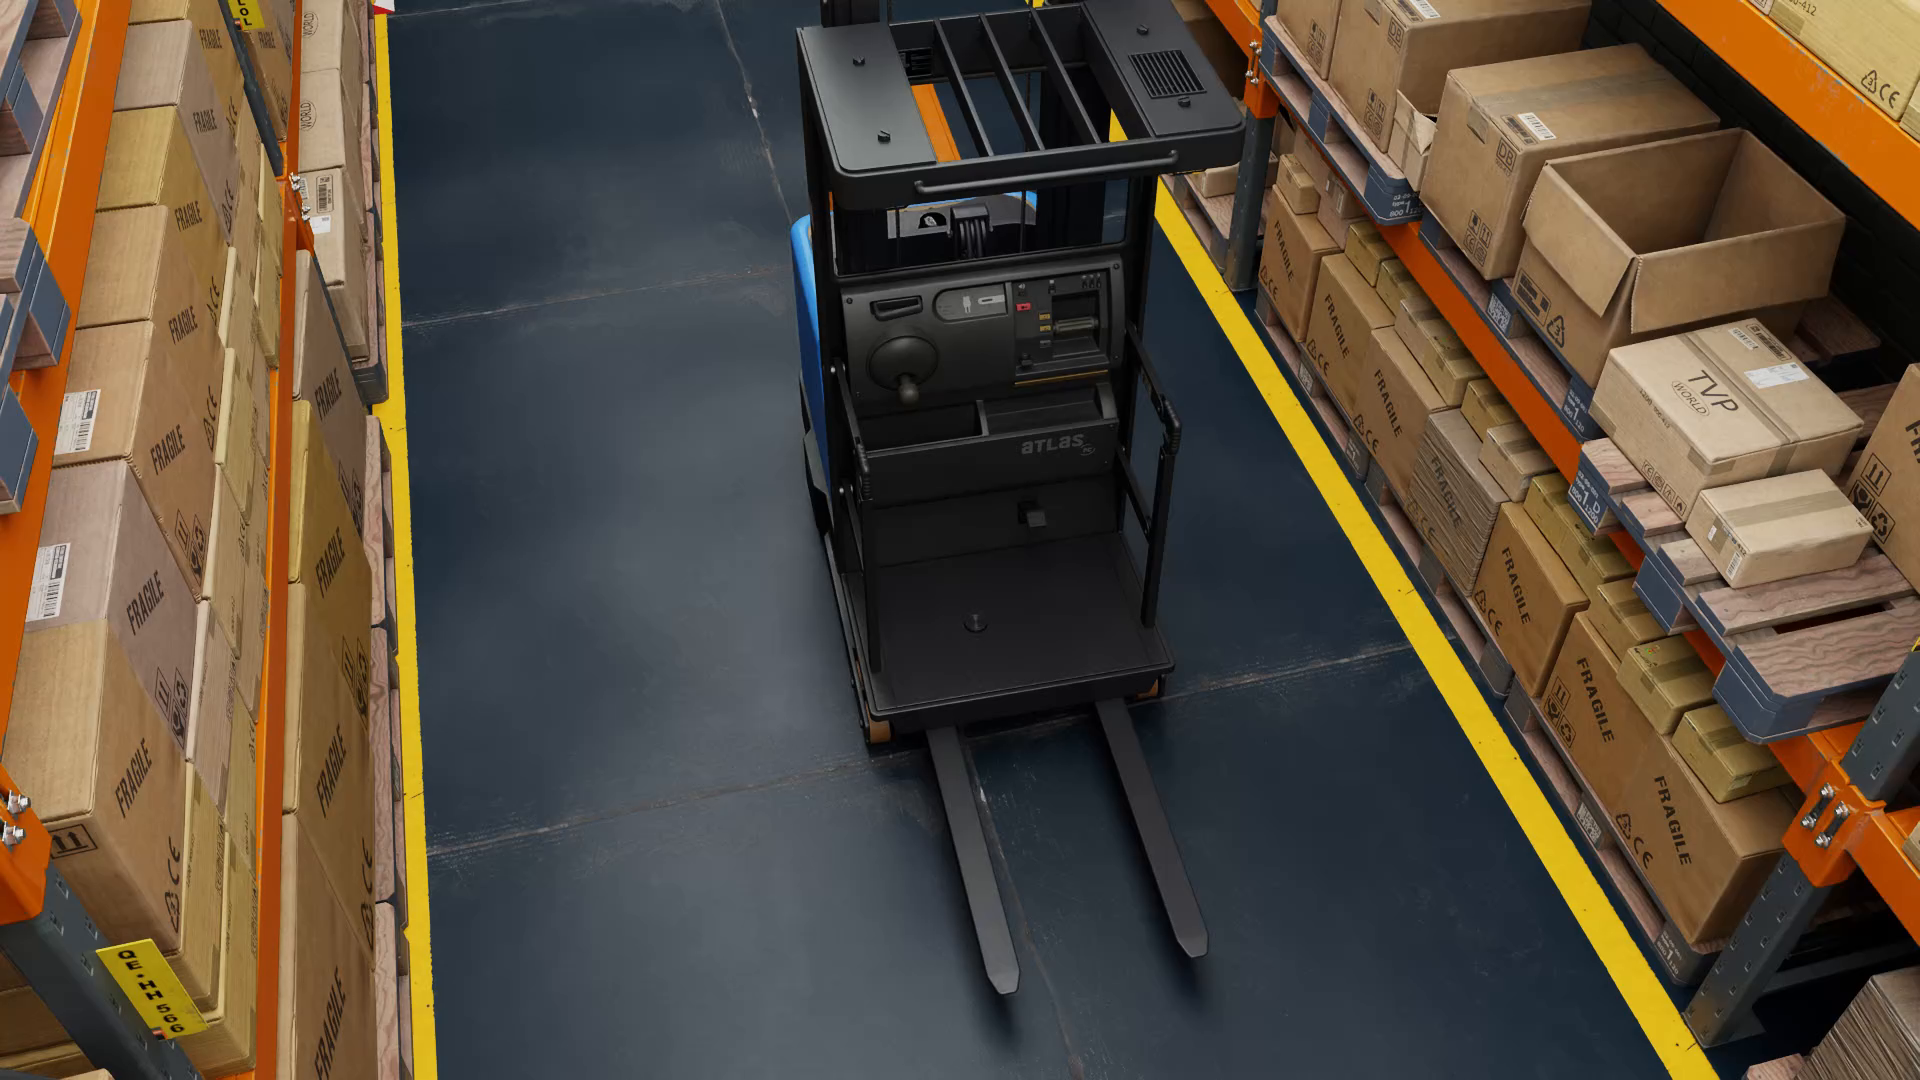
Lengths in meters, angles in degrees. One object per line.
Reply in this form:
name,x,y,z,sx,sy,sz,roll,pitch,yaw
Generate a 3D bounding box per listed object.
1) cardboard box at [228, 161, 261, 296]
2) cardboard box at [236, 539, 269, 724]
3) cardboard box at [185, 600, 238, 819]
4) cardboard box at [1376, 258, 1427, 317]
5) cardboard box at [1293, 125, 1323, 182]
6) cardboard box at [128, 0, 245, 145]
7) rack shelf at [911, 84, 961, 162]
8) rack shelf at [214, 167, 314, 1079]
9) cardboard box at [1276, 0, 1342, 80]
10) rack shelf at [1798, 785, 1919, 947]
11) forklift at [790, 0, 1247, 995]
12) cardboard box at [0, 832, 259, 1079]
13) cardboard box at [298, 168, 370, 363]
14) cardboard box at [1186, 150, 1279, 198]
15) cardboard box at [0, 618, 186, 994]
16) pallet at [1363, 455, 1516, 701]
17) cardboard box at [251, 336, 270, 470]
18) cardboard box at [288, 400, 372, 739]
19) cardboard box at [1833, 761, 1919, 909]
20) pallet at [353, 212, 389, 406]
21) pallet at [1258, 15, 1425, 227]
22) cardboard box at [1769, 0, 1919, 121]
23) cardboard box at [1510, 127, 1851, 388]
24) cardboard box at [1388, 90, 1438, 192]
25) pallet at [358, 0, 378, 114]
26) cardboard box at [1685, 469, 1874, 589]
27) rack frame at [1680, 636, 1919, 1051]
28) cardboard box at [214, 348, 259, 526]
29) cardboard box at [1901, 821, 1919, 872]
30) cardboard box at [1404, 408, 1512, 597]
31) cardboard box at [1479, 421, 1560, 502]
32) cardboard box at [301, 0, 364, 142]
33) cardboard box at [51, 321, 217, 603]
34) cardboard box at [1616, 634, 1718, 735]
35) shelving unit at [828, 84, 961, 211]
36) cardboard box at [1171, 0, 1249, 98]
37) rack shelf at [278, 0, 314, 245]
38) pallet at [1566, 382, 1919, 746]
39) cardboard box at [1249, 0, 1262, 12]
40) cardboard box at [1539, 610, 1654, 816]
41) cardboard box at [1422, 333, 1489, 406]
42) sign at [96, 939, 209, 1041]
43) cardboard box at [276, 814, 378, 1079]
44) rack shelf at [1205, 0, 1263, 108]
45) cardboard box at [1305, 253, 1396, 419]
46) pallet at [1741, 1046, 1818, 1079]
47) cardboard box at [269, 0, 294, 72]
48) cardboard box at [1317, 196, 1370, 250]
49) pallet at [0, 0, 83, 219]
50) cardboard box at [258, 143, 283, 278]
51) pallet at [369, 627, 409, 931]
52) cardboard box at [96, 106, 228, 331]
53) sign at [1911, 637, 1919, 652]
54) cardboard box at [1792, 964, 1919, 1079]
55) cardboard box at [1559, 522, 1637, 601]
cardboard box,-2.555,-0.961,5.347,0.500,0.250,0.500,-10,46,-9
cardboard box,-2.174,0.273,4.487,0.500,0.250,0.500,-9,46,-9
cardboard box,-2.037,0.445,3.969,0.500,0.250,0.500,-10,46,-9
cardboard box,1.899,-1.016,6.648,0.380,0.149,0.250,-11,47,-11
cardboard box,1.652,-1.671,7.081,0.380,0.149,0.250,-11,47,-11
cardboard box,-2.681,-1.565,5.413,0.500,0.500,0.500,-9,46,-9
rack shelf,-0.283,-1.613,7.133,0.538,0.278,1.000,-9,46,-8
rack shelf,-2.526,0.190,4.967,1.077,0.370,4.000,-11,47,-10
cardboard box,1.667,-2.160,6.402,0.700,0.500,0.500,-10,46,-9
rack shelf,3.295,2.042,3.153,1.077,0.370,4.000,-11,47,-10
forklift,0.130,-0.588,5.274,1.130,2.935,3.031,-9,46,-8
cardboard box,-1.896,0.988,3.787,0.500,0.250,0.500,-11,47,-11
cardboard box,-3.095,-1.146,7.273,0.875,0.438,0.875,-11,47,-11
cardboard box,1.332,-1.833,8.148,0.380,0.149,0.250,-12,47,-12
cardboard box,-1.904,0.549,3.342,0.500,0.500,0.500,-12,47,-12
pallet,2.320,0.022,6.581,1.003,0.211,1.213,-11,47,-10
cardboard box,-2.440,-0.423,5.169,0.500,0.250,0.500,-12,47,-11
cardboard box,-2.564,0.190,5.657,0.875,0.875,0.875,-9,46,-9
cardboard box,2.946,0.795,5.327,0.500,0.500,0.500,-9,46,-9
pallet,-3.157,-1.006,7.588,1.003,0.211,1.213,-11,47,-10
pallet,1.858,-1.714,6.464,1.003,0.211,1.213,-11,47,-10
cardboard box,2.287,-1.245,3.875,0.500,0.250,0.500,-11,47,-10
cardboard box,2.186,-0.867,5.133,0.797,0.503,0.637,-12,47,-11
cardboard box,1.744,-1.423,5.845,0.396,0.266,0.258,-9,46,-8
pallet,-3.782,-2.690,9.239,1.003,0.211,1.213,-11,47,-10
cardboard box,2.244,-0.033,4.564,0.380,0.149,0.250,-10,46,-10
rack frame,2.783,0.409,4.249,1.000,3.000,0.127,-11,47,-10
cardboard box,-2.269,-0.254,4.654,0.500,0.250,0.500,-10,46,-10
cardboard box,2.660,0.813,3.958,0.500,0.250,0.500,-11,47,-10
cardboard box,2.061,-0.179,6.281,0.500,0.500,0.500,-12,47,-12
cardboard box,2.099,-0.305,5.951,0.380,0.149,0.250,-13,47,-12
cardboard box,-3.554,-2.387,8.489,0.875,0.438,0.875,-10,46,-9
cardboard box,-2.158,-0.152,4.028,0.500,0.500,0.500,-9,46,-9
cardboard box,2.312,0.432,5.228,0.380,0.149,0.250,-13,47,-12
shelving unit,-0.283,-1.408,7.343,0.538,1.125,1.048,-9,46,-8
cardboard box,1.247,-2.633,8.686,0.700,0.500,0.500,-12,47,-12
rack shelf,-3.550,-2.571,7.674,1.077,0.370,4.000,-11,47,-10
pallet,2.542,0.021,4.764,1.213,0.211,1.003,-11,47,-10
cardboard box,1.433,-2.439,7.216,0.380,0.149,0.250,-10,46,-10
cardboard box,2.349,0.537,5.580,0.500,0.500,0.500,-11,47,-11
cardboard box,1.988,-0.665,6.304,0.380,0.149,0.250,-9,46,-9
sign,-1.492,0.836,3.075,0.100,0.325,0.005,-11,47,-10
cardboard box,-2.111,1.424,4.448,0.875,0.875,0.875,-11,47,-11
rack shelf,1.247,-3.482,8.566,1.077,0.370,4.000,-11,47,-10
cardboard box,1.811,-0.884,6.972,0.500,0.500,0.500,-11,47,-11
pallet,2.956,1.961,4.681,1.003,0.211,1.213,-11,47,-10
cardboard box,-3.030,-2.197,6.733,0.500,0.500,0.500,-10,47,-10
cardboard box,1.739,-1.378,7.003,0.380,0.149,0.250,-12,47,-11
pallet,-2.520,-0.871,3.535,1.003,0.211,1.213,-9,46,-8
cardboard box,-2.680,-1.126,5.859,0.500,0.250,0.500,-12,47,-11
pallet,-2.452,0.896,5.724,1.003,0.211,1.213,-11,47,-10
cardboard box,-2.431,-0.855,4.718,0.500,0.500,0.500,-9,46,-9
sign,2.261,0.137,3.760,0.100,0.325,0.005,-11,47,-10
cardboard box,2.929,1.526,4.523,0.875,0.625,0.625,-9,46,-9
cardboard box,2.263,0.052,5.601,0.380,0.149,0.250,-9,46,-9
